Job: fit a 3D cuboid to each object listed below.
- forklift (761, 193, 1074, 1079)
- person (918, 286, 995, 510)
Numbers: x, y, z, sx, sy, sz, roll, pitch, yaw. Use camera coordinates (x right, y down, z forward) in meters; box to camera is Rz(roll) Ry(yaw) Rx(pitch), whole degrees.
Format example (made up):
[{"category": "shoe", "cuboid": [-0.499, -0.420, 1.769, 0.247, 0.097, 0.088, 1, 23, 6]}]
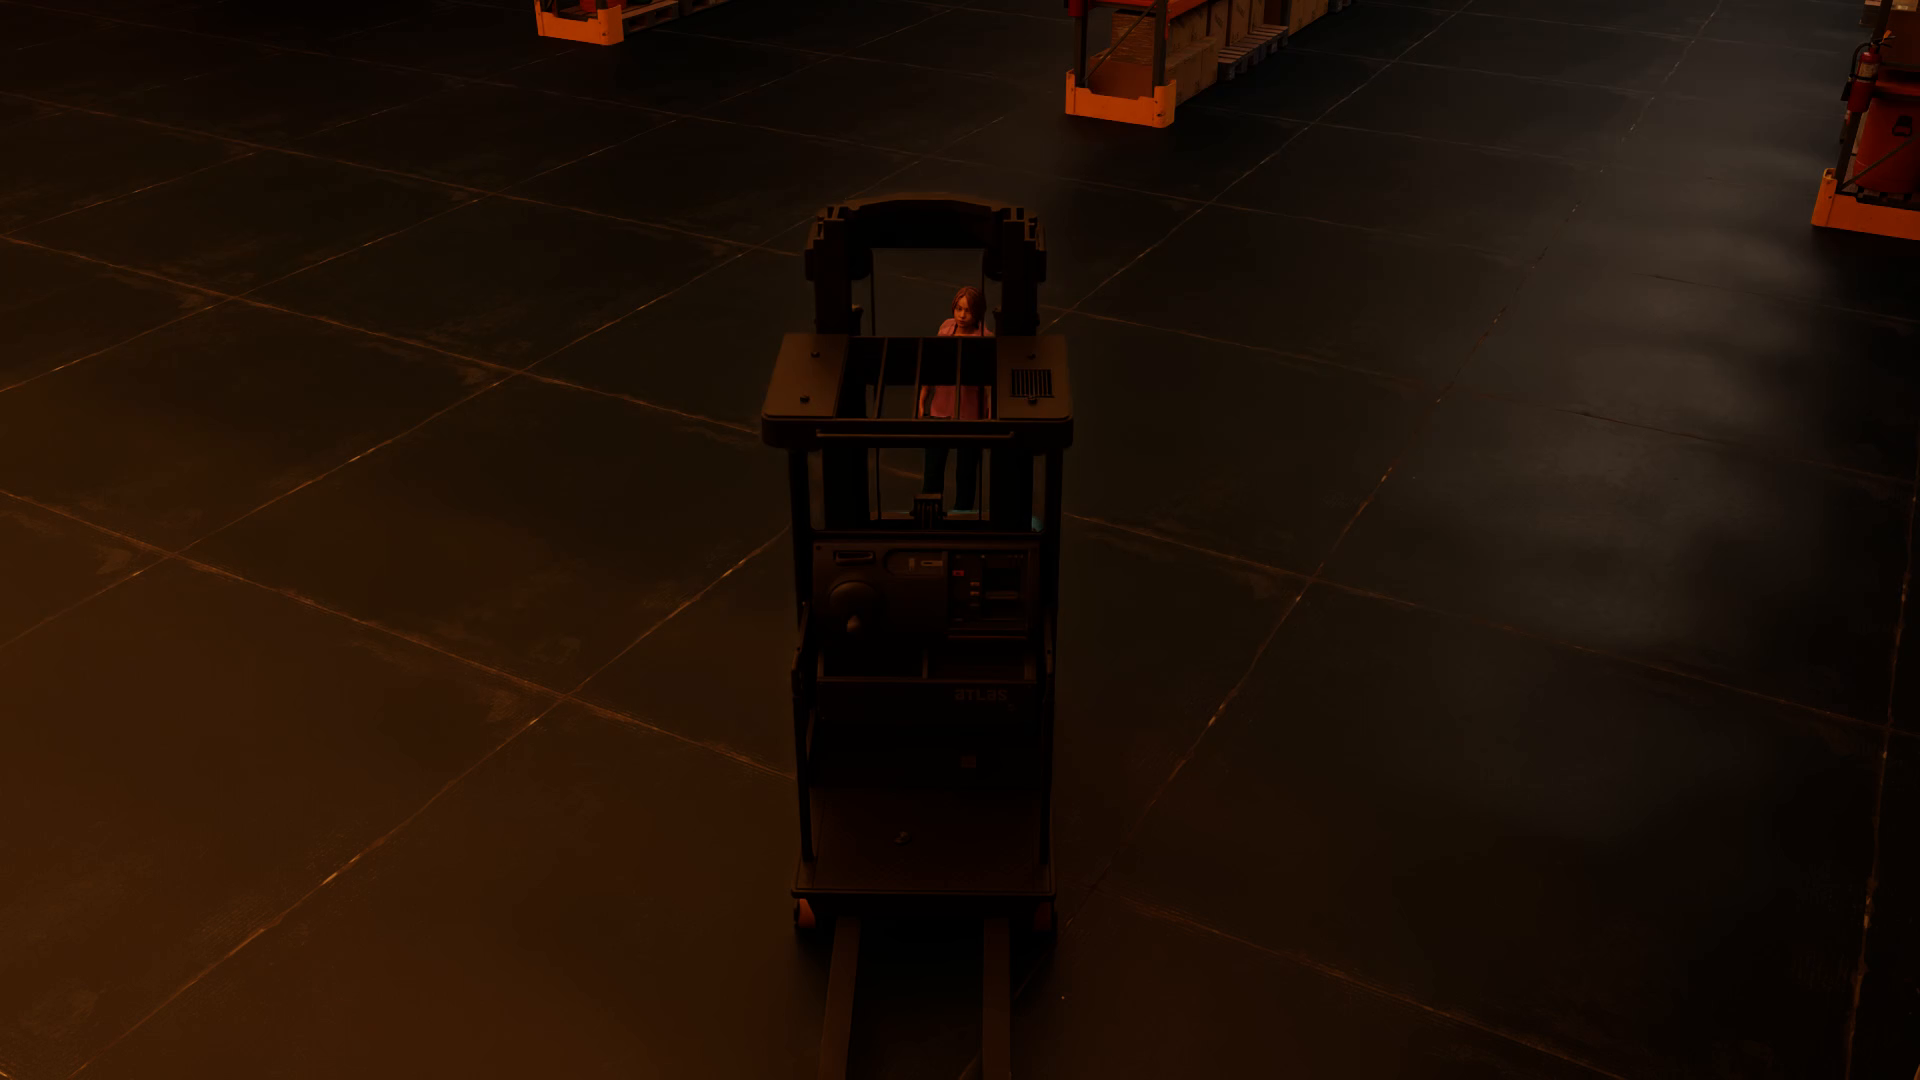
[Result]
[{"category": "forklift", "cuboid": [-0.141, 0.246, 6.645, 1.130, 2.935, 3.031, 1, 30, 1]}, {"category": "person", "cuboid": [-0.048, -0.668, 9.549, 0.521, 1.599, 0.473, 15, 33, 25]}]
